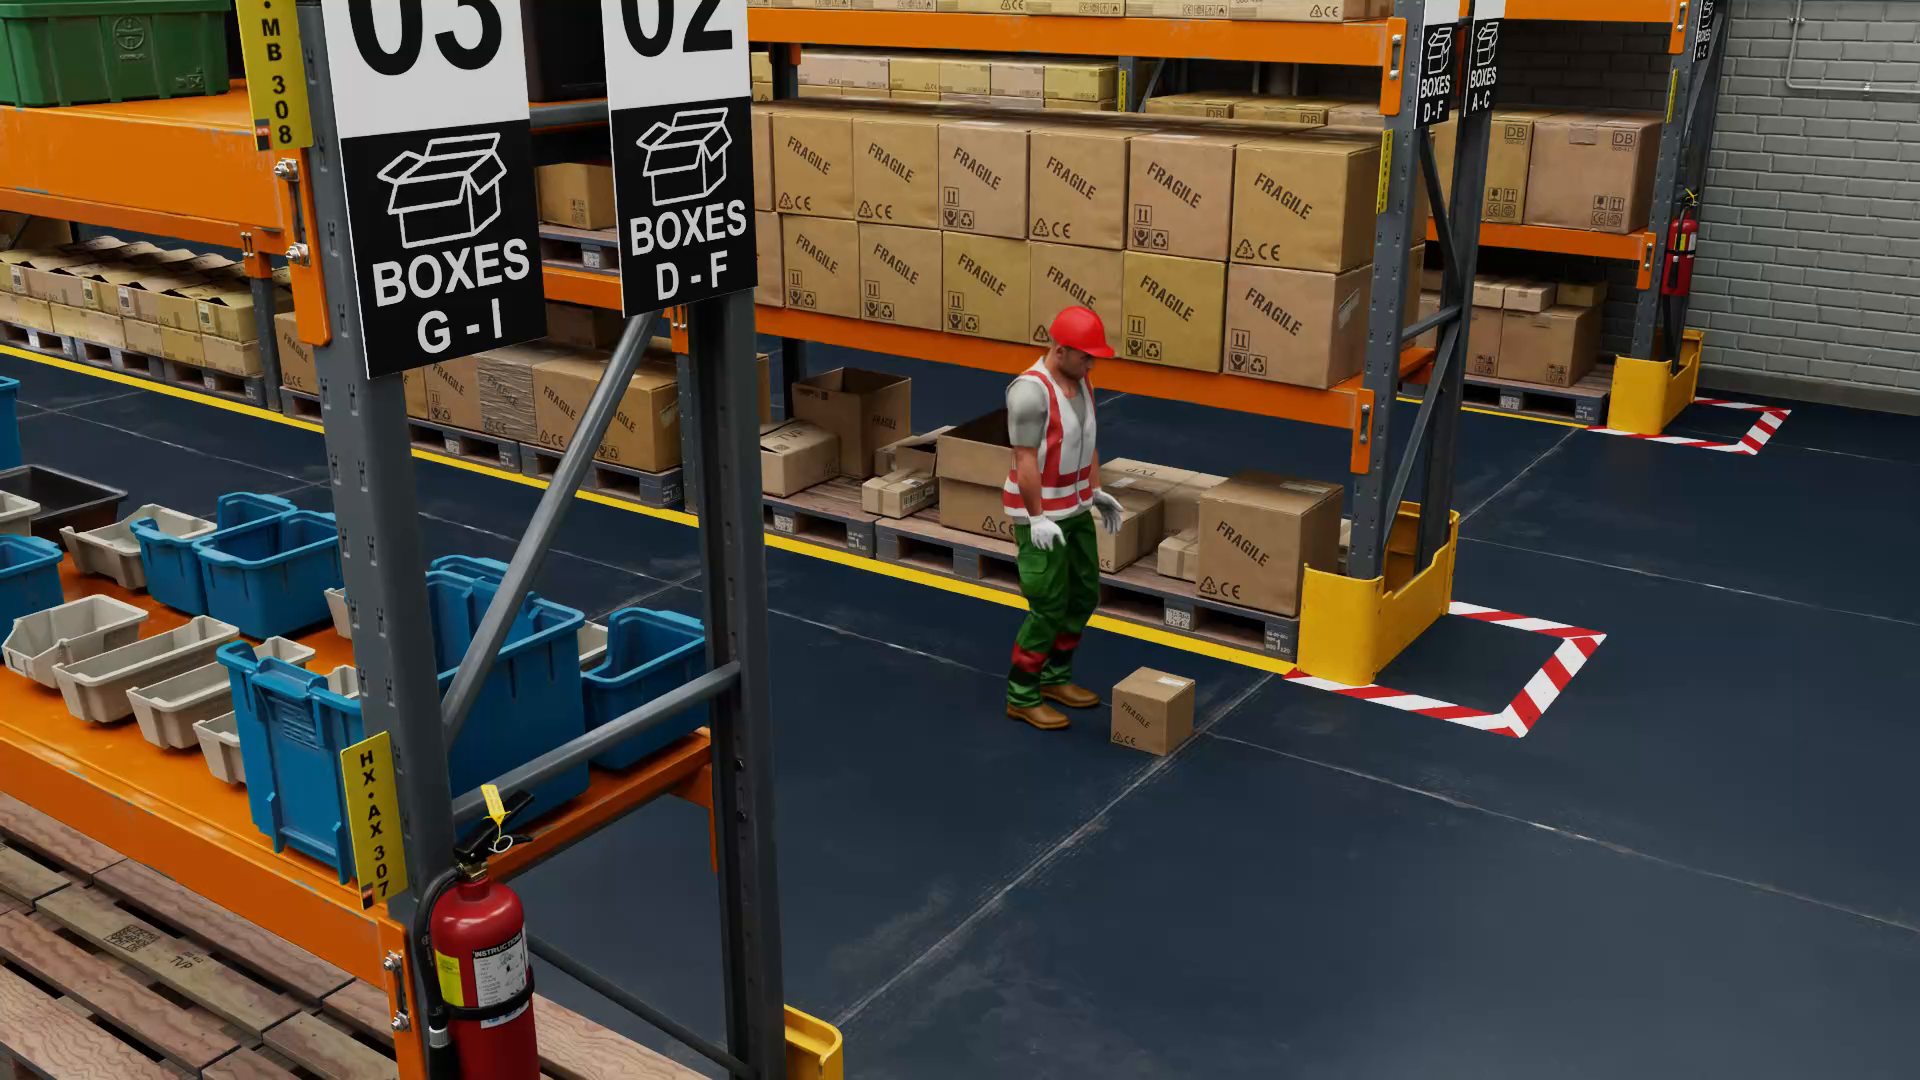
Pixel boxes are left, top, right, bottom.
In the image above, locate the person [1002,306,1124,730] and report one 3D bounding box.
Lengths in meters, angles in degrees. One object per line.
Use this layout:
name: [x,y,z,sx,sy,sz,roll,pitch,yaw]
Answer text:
person: [0.420,-0.103,6.872,0.414,1.757,0.536,14,24,33]
